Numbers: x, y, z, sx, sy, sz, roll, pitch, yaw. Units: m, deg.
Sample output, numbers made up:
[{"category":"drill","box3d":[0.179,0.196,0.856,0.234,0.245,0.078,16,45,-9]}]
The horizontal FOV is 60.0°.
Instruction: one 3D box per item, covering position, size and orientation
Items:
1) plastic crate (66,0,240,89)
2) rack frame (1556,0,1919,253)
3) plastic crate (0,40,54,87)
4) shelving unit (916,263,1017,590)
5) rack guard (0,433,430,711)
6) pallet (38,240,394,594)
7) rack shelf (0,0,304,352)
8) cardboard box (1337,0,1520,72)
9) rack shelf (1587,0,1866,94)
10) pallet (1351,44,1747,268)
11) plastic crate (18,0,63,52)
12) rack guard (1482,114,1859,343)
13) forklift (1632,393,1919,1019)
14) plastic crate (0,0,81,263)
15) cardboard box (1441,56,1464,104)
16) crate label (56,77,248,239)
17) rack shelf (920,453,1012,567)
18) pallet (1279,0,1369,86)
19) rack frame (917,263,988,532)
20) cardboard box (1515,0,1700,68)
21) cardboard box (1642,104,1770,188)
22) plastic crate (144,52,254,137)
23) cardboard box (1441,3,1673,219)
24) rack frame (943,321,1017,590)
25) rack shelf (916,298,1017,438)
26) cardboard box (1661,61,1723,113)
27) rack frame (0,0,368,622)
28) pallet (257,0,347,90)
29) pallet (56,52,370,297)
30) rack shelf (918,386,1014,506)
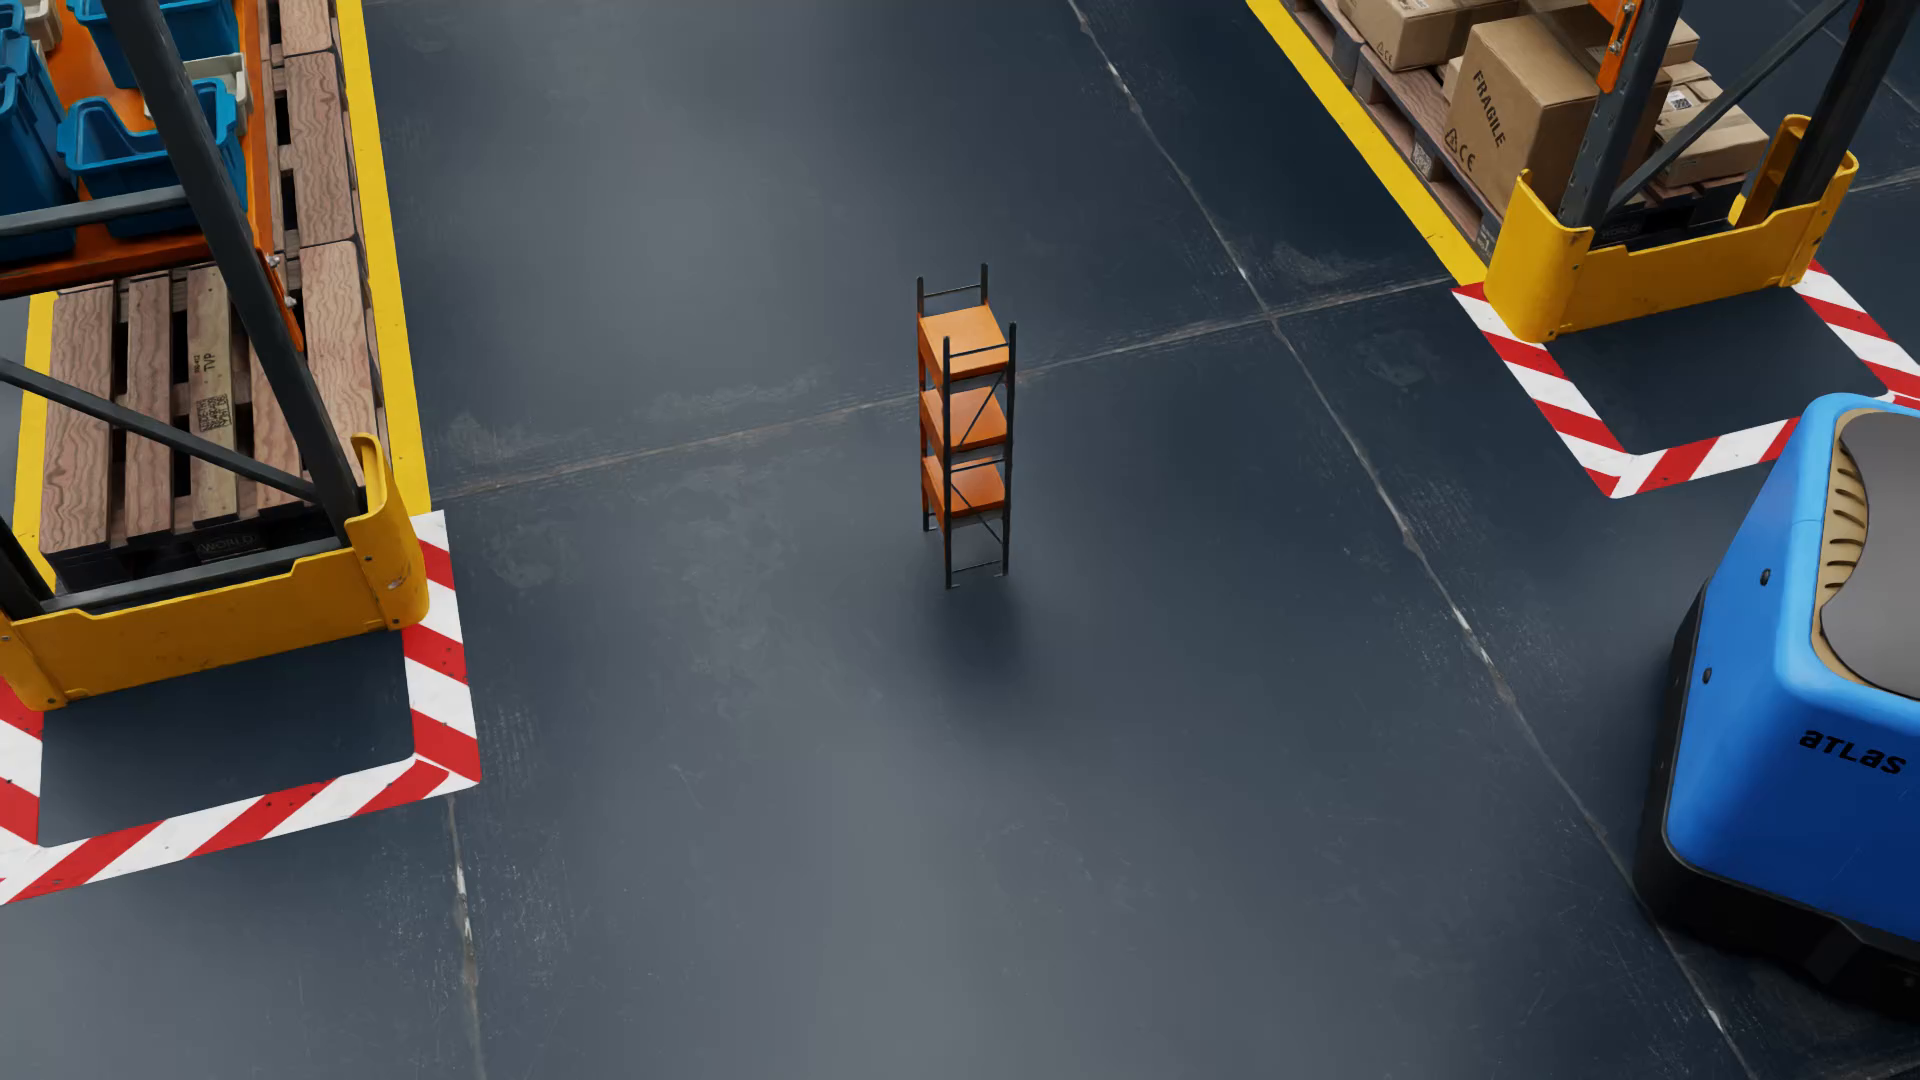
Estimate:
[{"category":"plastic crate","box3d":[-2.185,-1.429,4.563,0.416,0.233,0.300,-13,51,-11]},{"category":"rack frame","box3d":[2.502,-1.845,4.844,1.000,3.000,0.127,-13,51,-11]},{"category":"plastic crate","box3d":[-2.645,-1.217,4.447,0.396,0.136,0.243,-13,51,-11]},{"category":"shelving unit","box3d":[0.016,-0.299,4.816,0.215,1.050,0.252,-13,51,-11]},{"category":"rack guard","box3d":[-2.212,0.092,4.845,1.175,0.500,0.348,-13,51,-11]},{"category":"pallet","box3d":[-2.438,-0.440,5.483,1.003,0.211,1.213,-13,51,-11]},{"category":"rack shelf","box3d":[-2.823,-1.957,5.408,1.077,0.370,4.000,-13,51,-11]},{"category":"cardboard box","box3d":[1.853,-2.143,6.605,0.500,0.250,0.500,-13,51,-11]},{"category":"rack shelf","box3d":[1.910,-3.074,6.350,1.077,0.370,4.000,-13,51,-11]},{"category":"pallet","box3d":[2.242,-1.584,6.447,1.003,0.211,1.213,-13,51,-11]},{"category":"plastic crate","box3d":[-2.717,-1.432,4.629,0.396,0.136,0.243,-13,51,-11]},{"category":"rack guard","box3d":[2.479,-1.095,5.846,1.175,0.500,0.348,-13,51,-11]},{"category":"forklift","box3d":[3.344,0.136,3.218,3.031,2.935,1.130,18,52,15]},{"category":"plastic crate","box3d":[-2.509,-0.961,4.036,0.616,0.435,0.499,-13,51,-11]},{"category":"cardboard box","box3d":[2.072,-1.731,6.313,0.380,0.166,0.250,-13,51,-11]},{"category":"crate label","box3d":[-1.990,-0.948,4.158,0.416,0.233,0.303,-13,51,-11]},{"category":"rack shelf","box3d":[0.016,-0.113,5.036,0.215,0.259,0.240,-13,51,-11]},{"category":"pallet","box3d":[1.885,-2.473,7.197,1.003,0.211,1.213,-13,51,-11]},{"category":"rack frame","box3d":[-0.020,-0.388,4.891,0.200,1.050,0.008,-13,51,-11]},{"category":"cardboard box","box3d":[2.464,-1.927,6.424,0.500,0.250,0.500,-13,51,-11]},{"category":"cardboard box","box3d":[2.706,-1.452,6.089,0.380,0.149,0.250,-13,51,-11]},{"category":"plastic crate","box3d":[-2.006,-1.170,4.408,0.250,0.136,0.298,-13,51,-11]},{"category":"cardboard box","box3d":[2.105,-1.523,5.919,0.500,0.500,0.500,-13,51,-11]},{"category":"rack frame","box3d":[0.052,-0.210,4.741,0.200,1.050,0.008,-13,51,-11]},{"category":"rack shelf","box3d":[0.016,-0.475,4.607,0.215,0.259,0.240,-13,51,-11]},{"category":"cardboard box","box3d":[2.632,-1.640,6.236,0.380,0.166,0.250,-13,51,-11]},{"category":"rack frame","box3d":[-2.231,-0.728,3.902,1.000,3.000,0.127,-13,51,-11]},{"category":"pallet","box3d":[-3.160,-2.222,6.986,1.003,0.211,1.213,-13,51,-11]},{"category":"pallet","box3d":[-2.795,-1.330,6.233,1.003,0.211,1.213,-13,51,-11]},{"category":"rack shelf","box3d":[0.016,-0.292,4.824,0.215,0.259,0.240,-13,51,-11]}]
